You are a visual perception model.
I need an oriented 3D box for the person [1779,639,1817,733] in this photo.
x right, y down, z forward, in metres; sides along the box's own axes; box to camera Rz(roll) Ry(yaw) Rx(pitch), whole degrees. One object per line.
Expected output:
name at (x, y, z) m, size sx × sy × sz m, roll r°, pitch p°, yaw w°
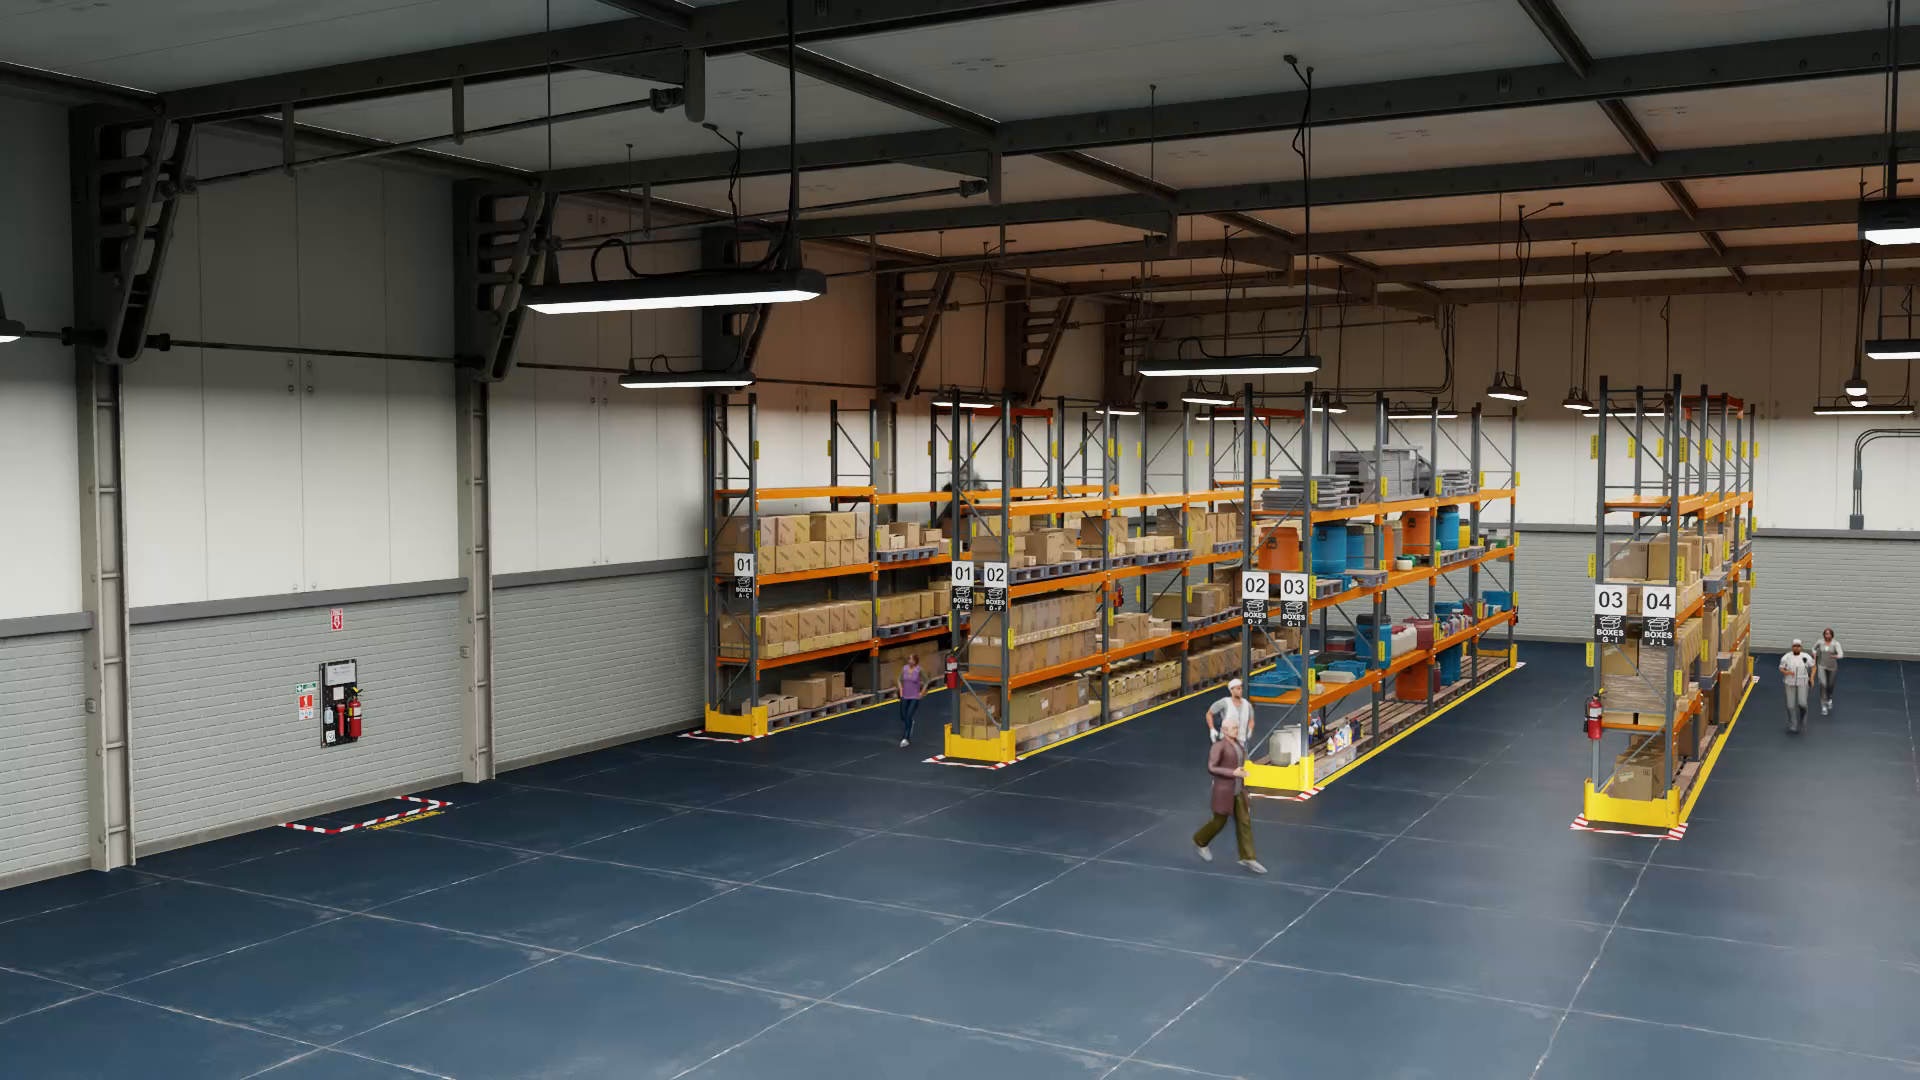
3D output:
person at (14.831, 2.588, 29.465) m, size 0.582 × 1.641 × 0.652 m, roll 2°, pitch 4°, yaw 31°

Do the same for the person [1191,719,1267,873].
person at (3.186, 3.016, 19.842) m, size 0.699 × 1.784 × 1.059 m, roll -3°, pitch 4°, yaw -41°

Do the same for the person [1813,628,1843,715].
person at (16.506, 2.469, 31.643) m, size 0.522 × 1.613 × 0.854 m, roll 2°, pitch 3°, yaw 27°

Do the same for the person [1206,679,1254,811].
person at (3.872, 2.841, 23.403) m, size 0.671 × 1.769 × 0.925 m, roll -1°, pitch 3°, yaw -25°

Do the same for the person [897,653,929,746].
person at (-0.812, 2.705, 28.367) m, size 0.571 × 1.584 × 0.614 m, roll 1°, pitch 3°, yaw 14°
